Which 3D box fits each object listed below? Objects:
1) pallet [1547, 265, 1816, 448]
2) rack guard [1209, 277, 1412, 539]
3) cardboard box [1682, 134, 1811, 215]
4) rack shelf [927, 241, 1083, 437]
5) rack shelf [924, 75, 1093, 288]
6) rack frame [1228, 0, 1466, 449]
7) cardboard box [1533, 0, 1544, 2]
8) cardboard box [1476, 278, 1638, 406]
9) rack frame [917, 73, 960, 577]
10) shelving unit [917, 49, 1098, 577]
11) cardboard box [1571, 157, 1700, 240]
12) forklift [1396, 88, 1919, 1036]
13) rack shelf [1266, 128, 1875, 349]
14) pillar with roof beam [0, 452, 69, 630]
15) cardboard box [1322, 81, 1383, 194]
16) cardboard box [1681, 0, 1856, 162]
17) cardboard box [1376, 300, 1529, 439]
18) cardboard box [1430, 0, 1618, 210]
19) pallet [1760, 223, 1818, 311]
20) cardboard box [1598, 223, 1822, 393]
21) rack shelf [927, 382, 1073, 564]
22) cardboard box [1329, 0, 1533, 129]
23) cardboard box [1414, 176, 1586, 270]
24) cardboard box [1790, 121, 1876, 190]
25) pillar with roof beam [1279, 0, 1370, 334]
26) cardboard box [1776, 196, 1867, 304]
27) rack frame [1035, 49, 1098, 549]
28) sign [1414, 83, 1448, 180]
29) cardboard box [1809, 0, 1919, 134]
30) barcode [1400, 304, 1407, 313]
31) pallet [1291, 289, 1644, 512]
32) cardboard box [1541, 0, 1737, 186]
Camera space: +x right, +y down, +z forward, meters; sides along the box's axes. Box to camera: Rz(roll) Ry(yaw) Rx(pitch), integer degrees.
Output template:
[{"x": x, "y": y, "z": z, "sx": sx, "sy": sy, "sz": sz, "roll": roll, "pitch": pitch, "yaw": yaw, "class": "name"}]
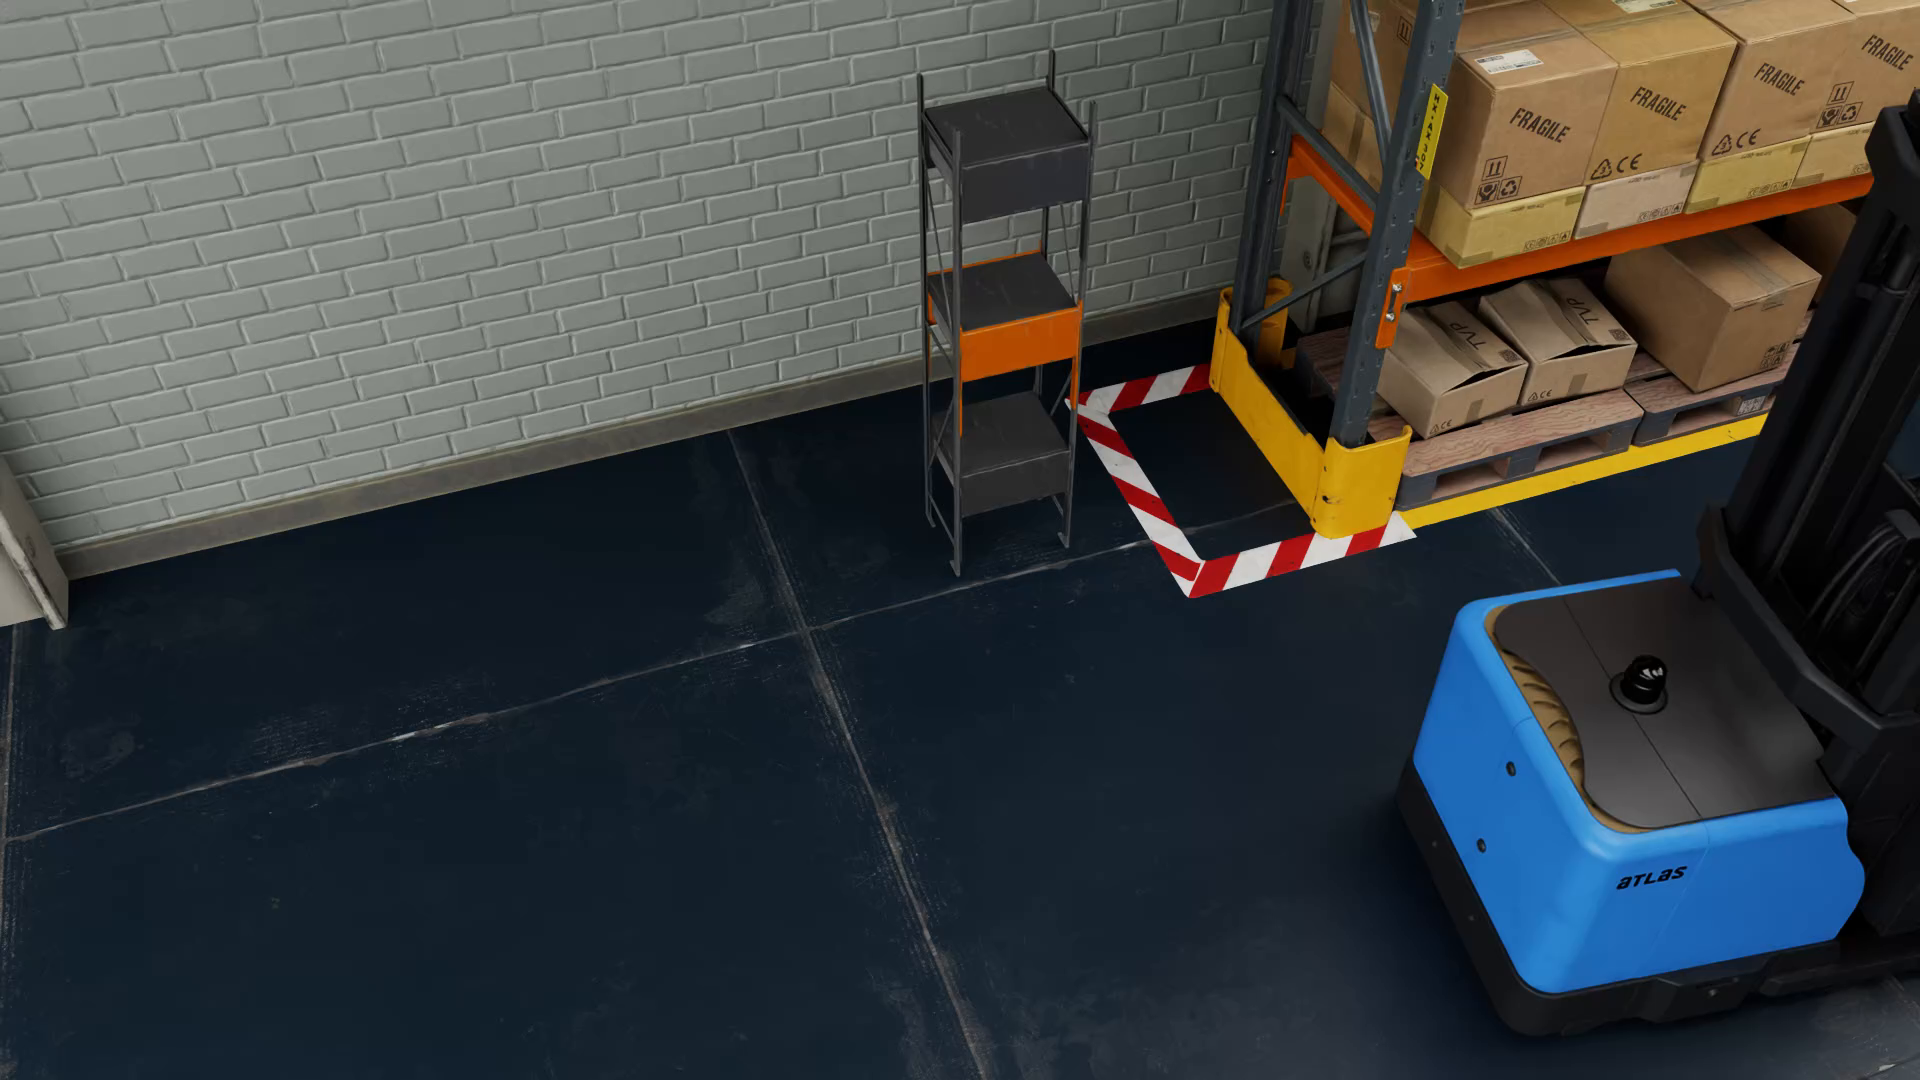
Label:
[{"x": 3.430, "y": -0.959, "z": 7.866, "sx": 1.213, "sy": 0.211, "sz": 1.003, "roll": -14, "pitch": 47, "yaw": -14, "class": "pallet"}, {"x": 1.508, "y": -0.598, "z": 7.302, "sx": 0.348, "sy": 0.500, "sz": 1.175, "roll": -14, "pitch": 47, "yaw": -14, "class": "rack guard"}, {"x": 2.968, "y": -1.575, "z": 6.603, "sx": 0.500, "sy": 0.250, "sz": 0.500, "roll": -15, "pitch": 47, "yaw": -14, "class": "cardboard box"}, {"x": 0.156, "y": -0.771, "z": 6.365, "sx": 0.480, "sy": 0.518, "sz": 0.431, "roll": -14, "pitch": 47, "yaw": -14, "class": "rack shelf"}, {"x": 0.156, "y": -1.266, "z": 5.869, "sx": 0.480, "sy": 0.518, "sz": 0.431, "roll": -14, "pitch": 47, "yaw": -14, "class": "rack shelf"}, {"x": 1.437, "y": -1.462, "z": 6.399, "sx": 0.127, "sy": 3.000, "sz": 1.000, "roll": -14, "pitch": 47, "yaw": -14, "class": "rack frame"}, {"x": 2.284, "y": -2.051, "z": 6.548, "sx": 0.500, "sy": 0.500, "sz": 0.500, "roll": -14, "pitch": 47, "yaw": -13, "class": "cardboard box"}, {"x": 2.654, "y": -0.912, "z": 7.438, "sx": 0.500, "sy": 0.311, "sz": 0.500, "roll": -11, "pitch": 46, "yaw": -11, "class": "cardboard box"}, {"x": -0.074, "y": -0.722, "z": 6.297, "sx": 0.015, "sy": 2.100, "sz": 0.400, "roll": -14, "pitch": 47, "yaw": -14, "class": "rack frame"}, {"x": 0.156, "y": -0.781, "z": 6.355, "sx": 0.503, "sy": 2.100, "sz": 0.431, "roll": -14, "pitch": 47, "yaw": -14, "class": "shelving unit"}, {"x": 2.487, "y": -1.457, "z": 6.485, "sx": 0.500, "sy": 0.250, "sz": 0.500, "roll": -16, "pitch": 47, "yaw": -15, "class": "cardboard box"}, {"x": 3.148, "y": 0.048, "z": 4.942, "sx": 3.031, "sy": 2.935, "sz": 1.130, "roll": -8, "pitch": 46, "yaw": -8, "class": "forklift"}, {"x": 3.318, "y": -1.689, "z": 7.133, "sx": 4.000, "sy": 0.370, "sz": 1.077, "roll": -14, "pitch": 47, "yaw": -14, "class": "rack shelf"}, {"x": -2.381, "y": -0.014, "z": 0.720, "sx": 0.400, "sy": 9.000, "sz": 9.100, "roll": -14, "pitch": 47, "yaw": -14, "class": "pillar with roof beam"}, {"x": 1.810, "y": -1.658, "z": 6.686, "sx": 0.500, "sy": 0.250, "sz": 0.500, "roll": -14, "pitch": 47, "yaw": -13, "class": "cardboard box"}, {"x": 2.944, "y": -1.828, "z": 6.326, "sx": 0.500, "sy": 0.500, "sz": 0.500, "roll": -16, "pitch": 47, "yaw": -15, "class": "cardboard box"}, {"x": 2.118, "y": -0.775, "z": 7.301, "sx": 0.500, "sy": 0.311, "sz": 0.500, "roll": -19, "pitch": 48, "yaw": -18, "class": "cardboard box"}, {"x": 1.988, "y": -1.596, "z": 6.094, "sx": 0.500, "sy": 0.500, "sz": 0.500, "roll": -14, "pitch": 47, "yaw": -14, "class": "cardboard box"}, {"x": 4.579, "y": -1.255, "z": 8.161, "sx": 1.213, "sy": 0.211, "sz": 1.003, "roll": -14, "pitch": 47, "yaw": -14, "class": "pallet"}, {"x": 3.361, "y": -1.122, "z": 7.514, "sx": 0.500, "sy": 0.500, "sz": 0.700, "roll": -17, "pitch": 48, "yaw": -16, "class": "cardboard box"}, {"x": 0.156, "y": -0.277, "z": 6.861, "sx": 0.480, "sy": 0.518, "sz": 0.431, "roll": -14, "pitch": 47, "yaw": -14, "class": "rack shelf"}, {"x": 1.808, "y": -1.936, "z": 6.433, "sx": 0.500, "sy": 0.500, "sz": 0.500, "roll": -15, "pitch": 47, "yaw": -14, "class": "cardboard box"}, {"x": 2.003, "y": -1.322, "z": 6.351, "sx": 0.500, "sy": 0.250, "sz": 0.500, "roll": -16, "pitch": 47, "yaw": -15, "class": "cardboard box"}, {"x": 3.444, "y": -1.695, "z": 6.723, "sx": 0.500, "sy": 0.250, "sz": 0.500, "roll": -14, "pitch": 47, "yaw": -14, "class": "cardboard box"}, {"x": 3.263, "y": -1.457, "z": 2.158, "sx": 0.400, "sy": 9.000, "sz": 9.100, "roll": -14, "pitch": 47, "yaw": -14, "class": "pillar with roof beam"}, {"x": 4.236, "y": -1.421, "z": 7.812, "sx": 0.500, "sy": 0.500, "sz": 0.500, "roll": -18, "pitch": 48, "yaw": -17, "class": "cardboard box"}, {"x": 0.385, "y": -0.840, "z": 6.414, "sx": 0.015, "sy": 2.100, "sz": 0.400, "roll": -14, "pitch": 47, "yaw": -14, "class": "rack frame"}, {"x": 1.621, "y": -1.406, "z": 5.732, "sx": 0.005, "sy": 0.325, "sz": 0.100, "roll": -14, "pitch": 47, "yaw": -14, "class": "sign"}, {"x": 3.425, "y": -1.960, "z": 6.457, "sx": 0.500, "sy": 0.500, "sz": 0.500, "roll": -13, "pitch": 47, "yaw": -13, "class": "cardboard box"}, {"x": 1.999, "y": -1.049, "z": 7.568, "sx": 0.075, "sy": 0.075, "sz": 0.001, "roll": -14, "pitch": 47, "yaw": -14, "class": "barcode"}, {"x": 2.284, "y": -0.668, "z": 7.576, "sx": 1.213, "sy": 0.211, "sz": 1.003, "roll": -14, "pitch": 47, "yaw": -14, "class": "pallet"}, {"x": 2.456, "y": -1.708, "z": 6.206, "sx": 0.500, "sy": 0.500, "sz": 0.500, "roll": -14, "pitch": 47, "yaw": -14, "class": "cardboard box"}]
